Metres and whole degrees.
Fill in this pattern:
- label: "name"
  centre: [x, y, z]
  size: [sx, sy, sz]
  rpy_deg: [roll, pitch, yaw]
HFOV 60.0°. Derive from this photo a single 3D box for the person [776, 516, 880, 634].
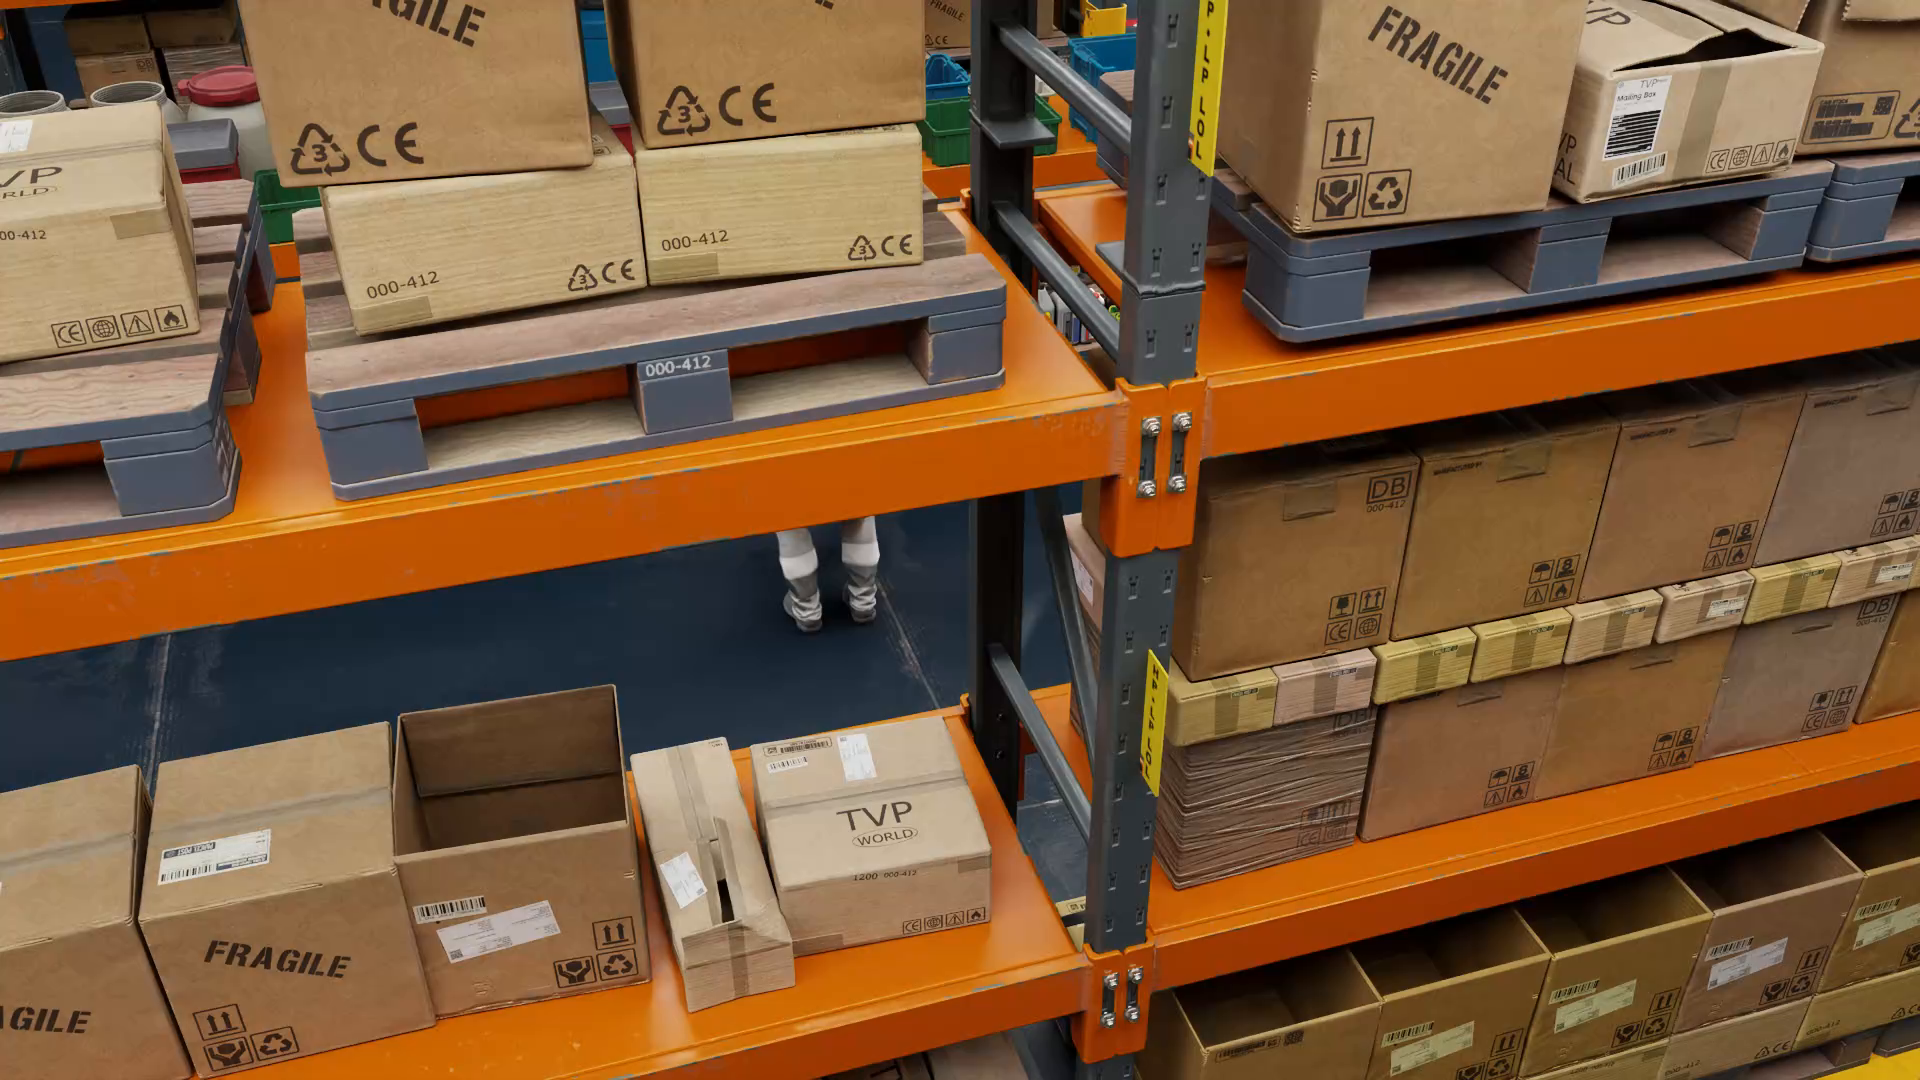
- label: "person"
  centre: [-0.634, -0.290, 7.113]
  size: [0.497, 1.167, 0.957]
  rpy_deg: [-11, 35, -16]
